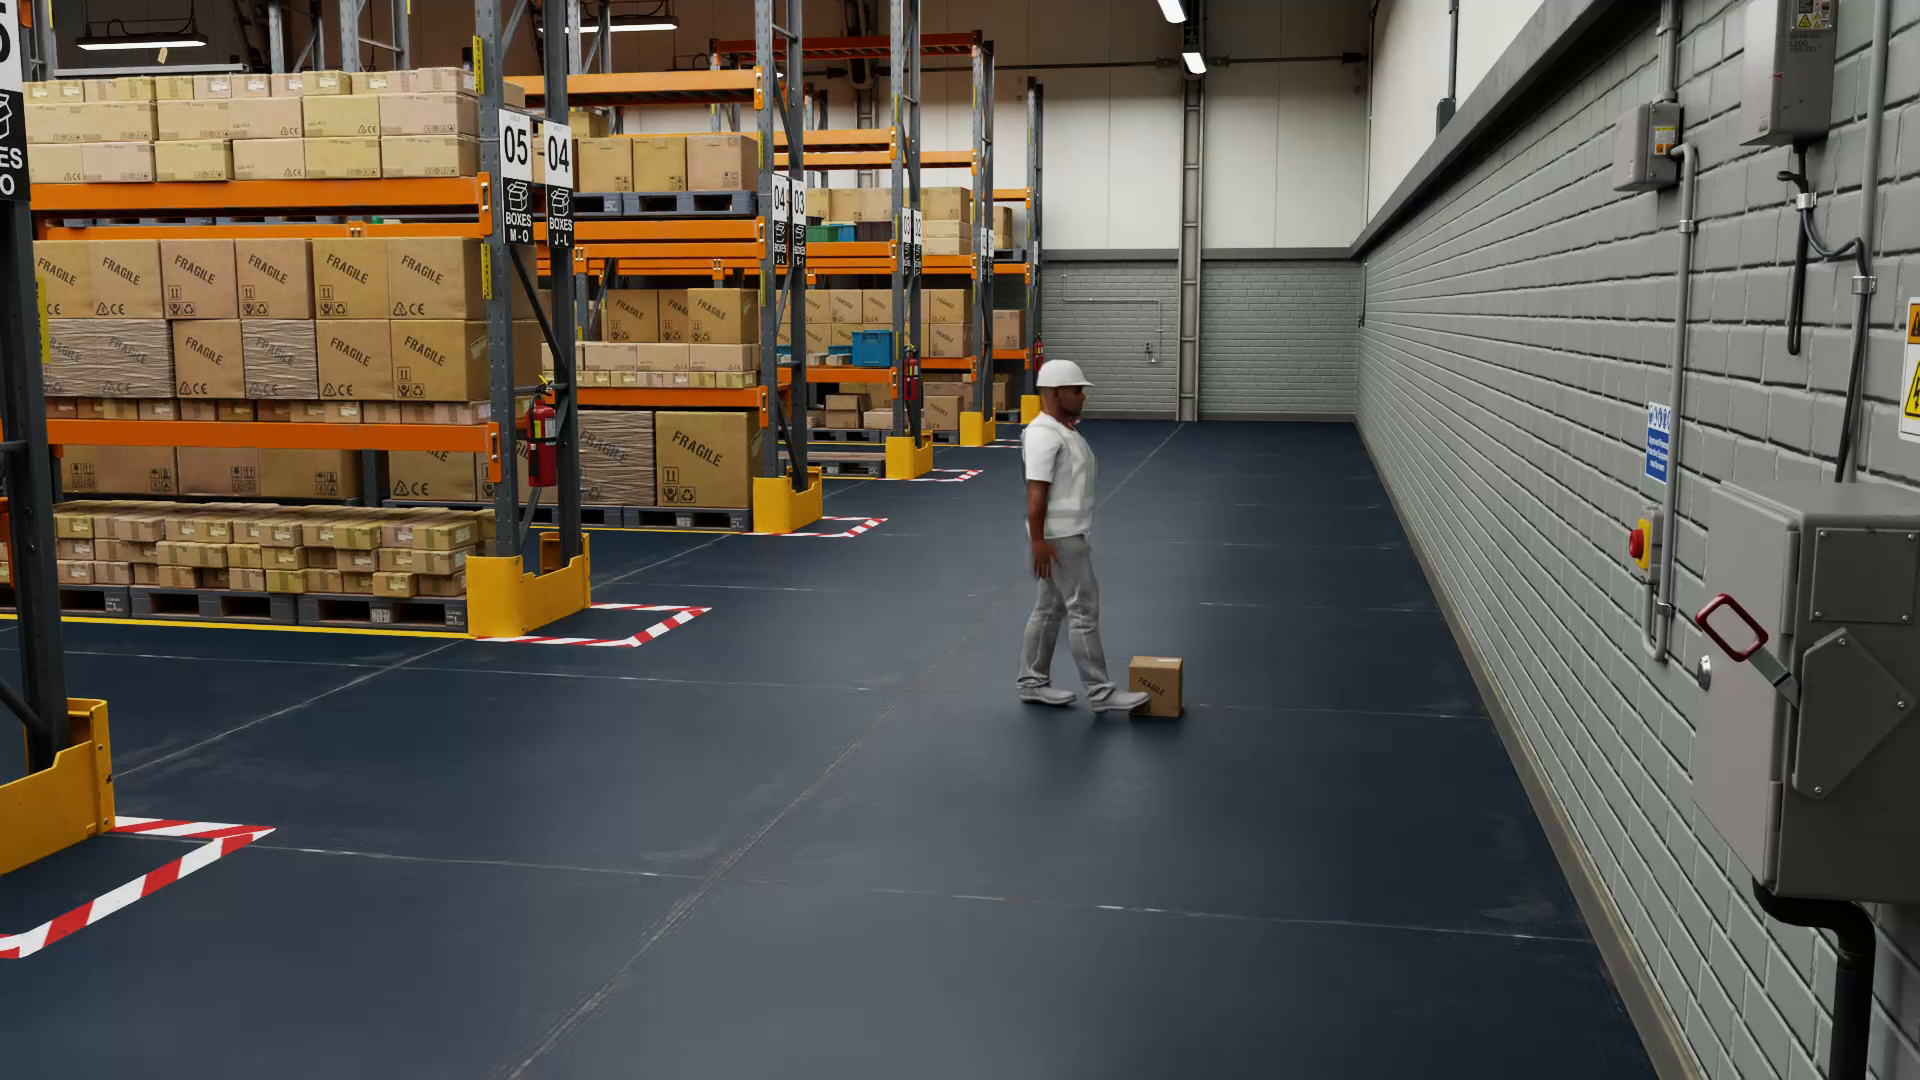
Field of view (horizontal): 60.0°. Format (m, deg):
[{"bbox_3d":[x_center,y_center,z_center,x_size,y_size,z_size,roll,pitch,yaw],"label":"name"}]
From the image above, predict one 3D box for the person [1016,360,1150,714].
[{"bbox_3d":[0.626,-0.022,8.359,0.709,1.753,0.577,1,8,10],"label":"person"}]
